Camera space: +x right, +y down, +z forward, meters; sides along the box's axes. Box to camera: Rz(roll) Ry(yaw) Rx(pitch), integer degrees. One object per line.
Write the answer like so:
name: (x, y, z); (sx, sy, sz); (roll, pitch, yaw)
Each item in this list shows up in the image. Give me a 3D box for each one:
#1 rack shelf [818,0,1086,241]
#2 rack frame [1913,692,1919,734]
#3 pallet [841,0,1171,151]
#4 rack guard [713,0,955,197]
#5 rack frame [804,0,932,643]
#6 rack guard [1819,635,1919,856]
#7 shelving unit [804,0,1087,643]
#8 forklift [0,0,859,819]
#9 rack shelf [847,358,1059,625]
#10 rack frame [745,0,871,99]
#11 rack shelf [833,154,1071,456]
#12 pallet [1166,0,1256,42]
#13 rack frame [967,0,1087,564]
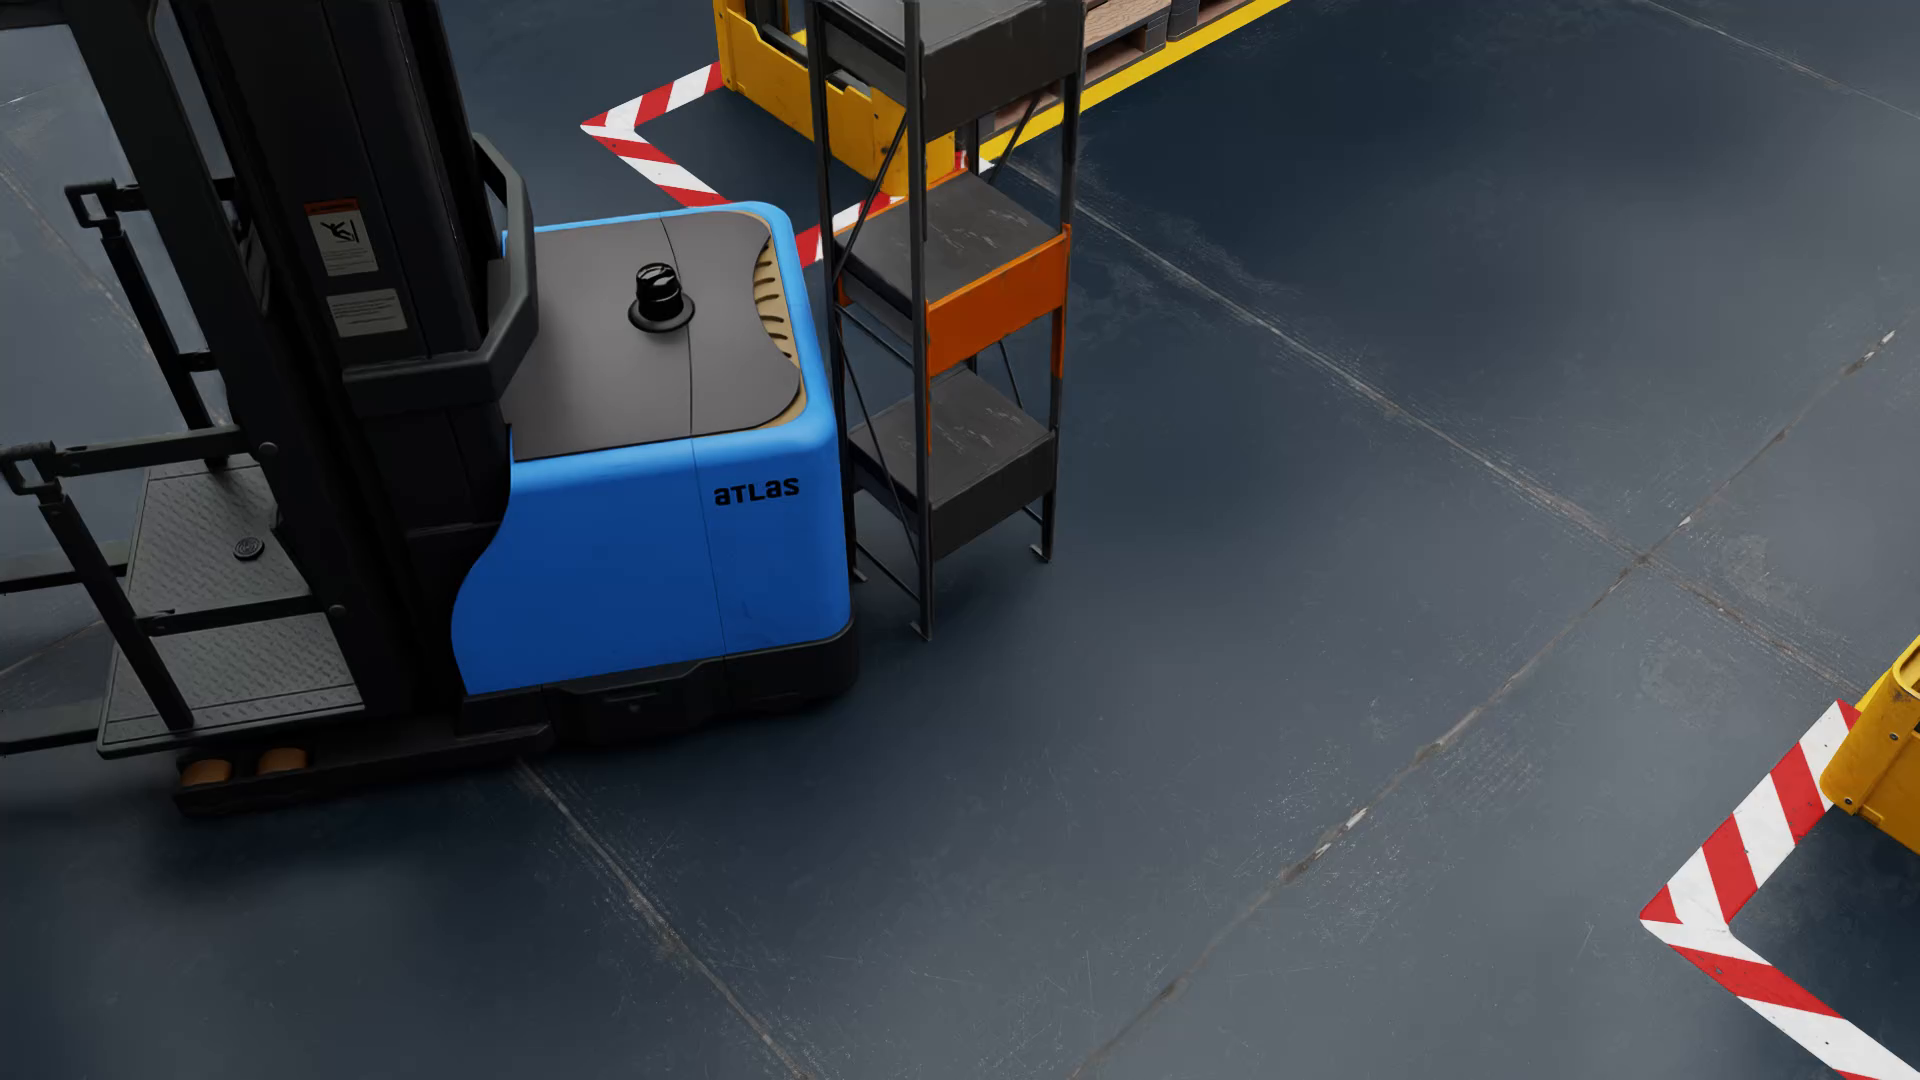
rack shelf: (-0.033, -1.101, 3.903); (0.480, 0.518, 0.431); (-32, 55, -26)
rack frame: (2.824, -0.060, 3.264); (0.127, 3.000, 1.000); (-34, 56, -27)
pallet: (0.131, -2.196, 7.133); (1.213, 0.211, 1.003); (-34, 56, -27)
rack guard: (-0.514, -1.889, 6.653); (0.348, 0.500, 1.175); (-34, 56, -27)
rack frame: (-0.219, -0.519, 4.300); (0.015, 2.100, 0.400); (-32, 55, -26)
rack guard: (2.880, 0.750, 4.218); (0.348, 0.500, 1.175); (-34, 56, -27)
shelving unit: (-0.033, -0.636, 4.408); (0.503, 2.100, 0.431); (-32, 55, -26)
forklift: (-1.862, -0.667, 3.871); (3.031, 2.935, 1.130); (-9, 48, -8)
rack shelf: (-0.033, -0.152, 4.932); (0.480, 0.518, 0.431); (-32, 55, -26)
rack frame: (-0.505, -2.755, 5.751); (0.127, 3.000, 1.000); (-34, 56, -27)
rack shelf: (-0.033, -0.626, 4.418); (0.480, 0.518, 0.431); (-32, 55, -26)
pallet: (1.033, -2.797, 7.687); (1.213, 0.211, 1.003); (-34, 56, -27)
rack frame: (0.153, -0.752, 4.515); (0.015, 2.100, 0.400); (-32, 55, -26)
